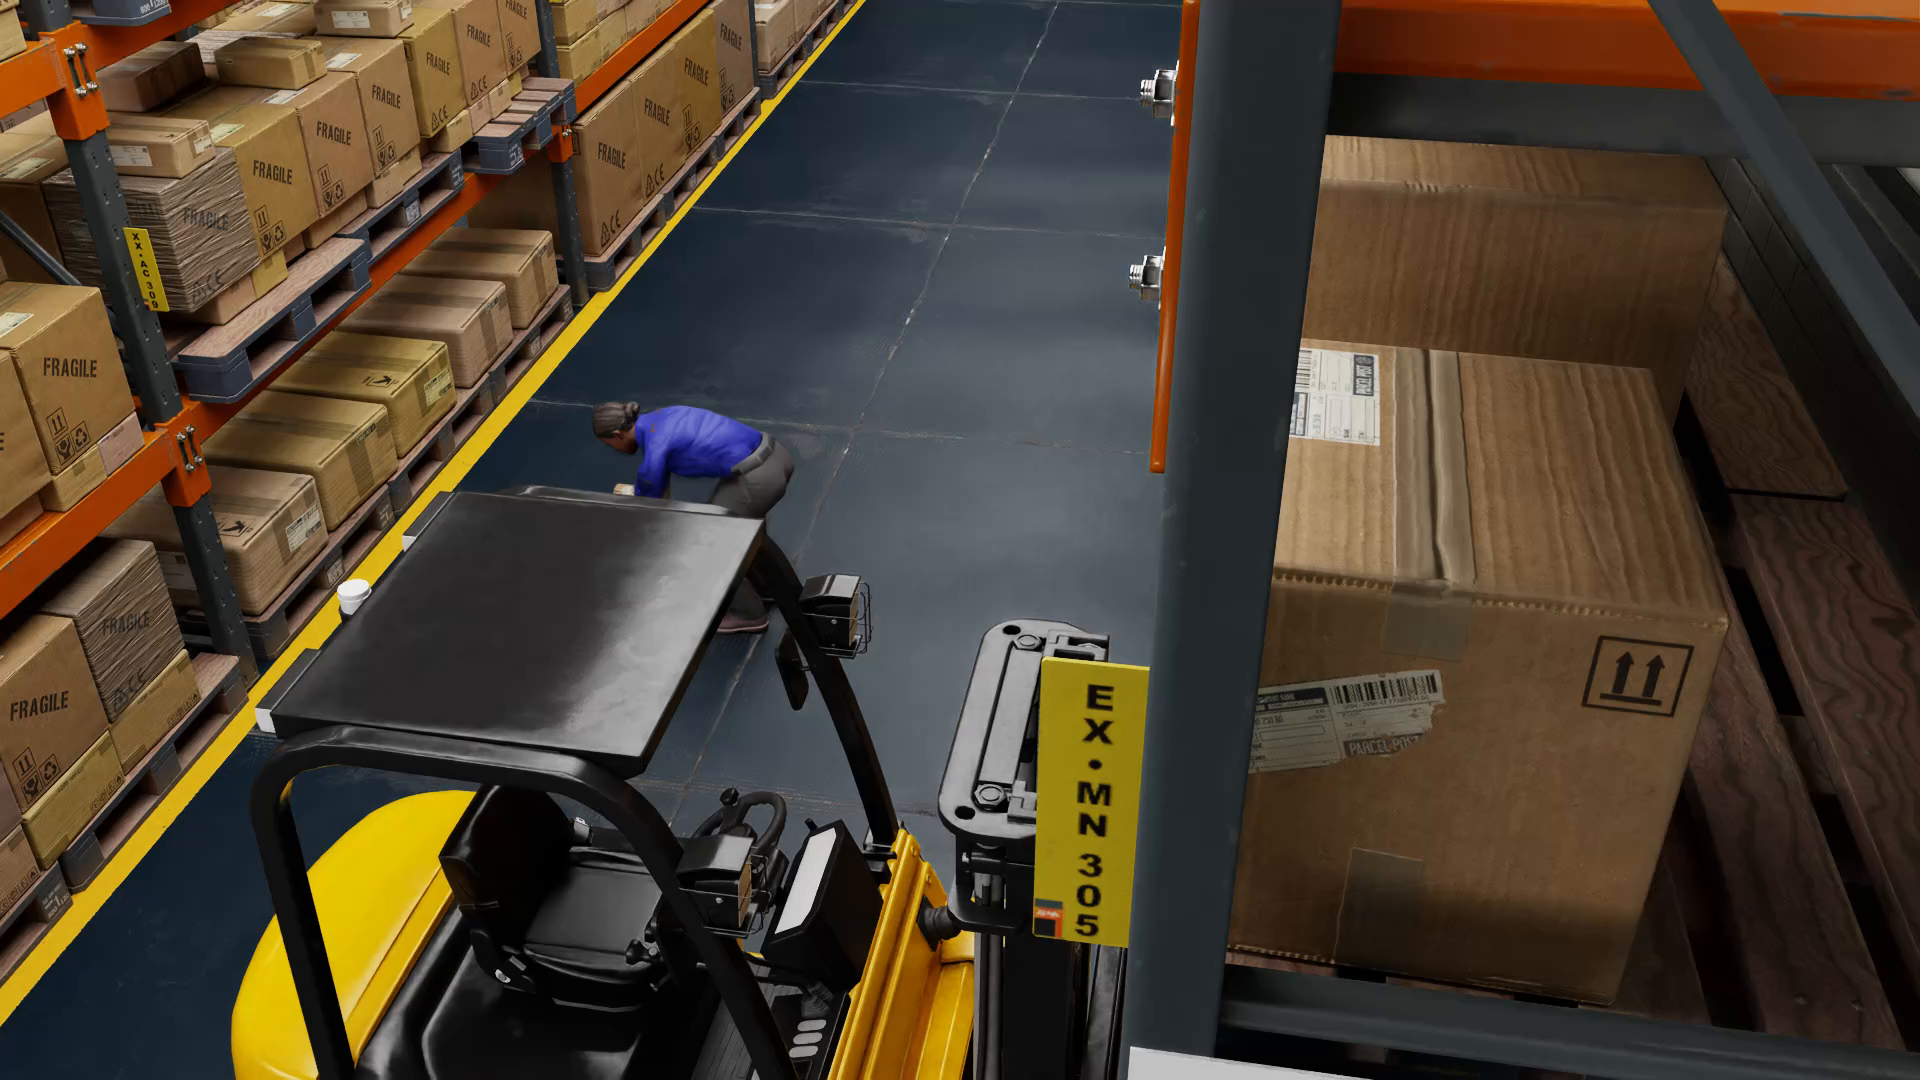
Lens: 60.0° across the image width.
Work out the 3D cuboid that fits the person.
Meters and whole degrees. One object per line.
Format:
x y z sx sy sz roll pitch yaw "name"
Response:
-1.162 -0.127 7.394 0.856 1.067 0.456 4 33 6 "person"
